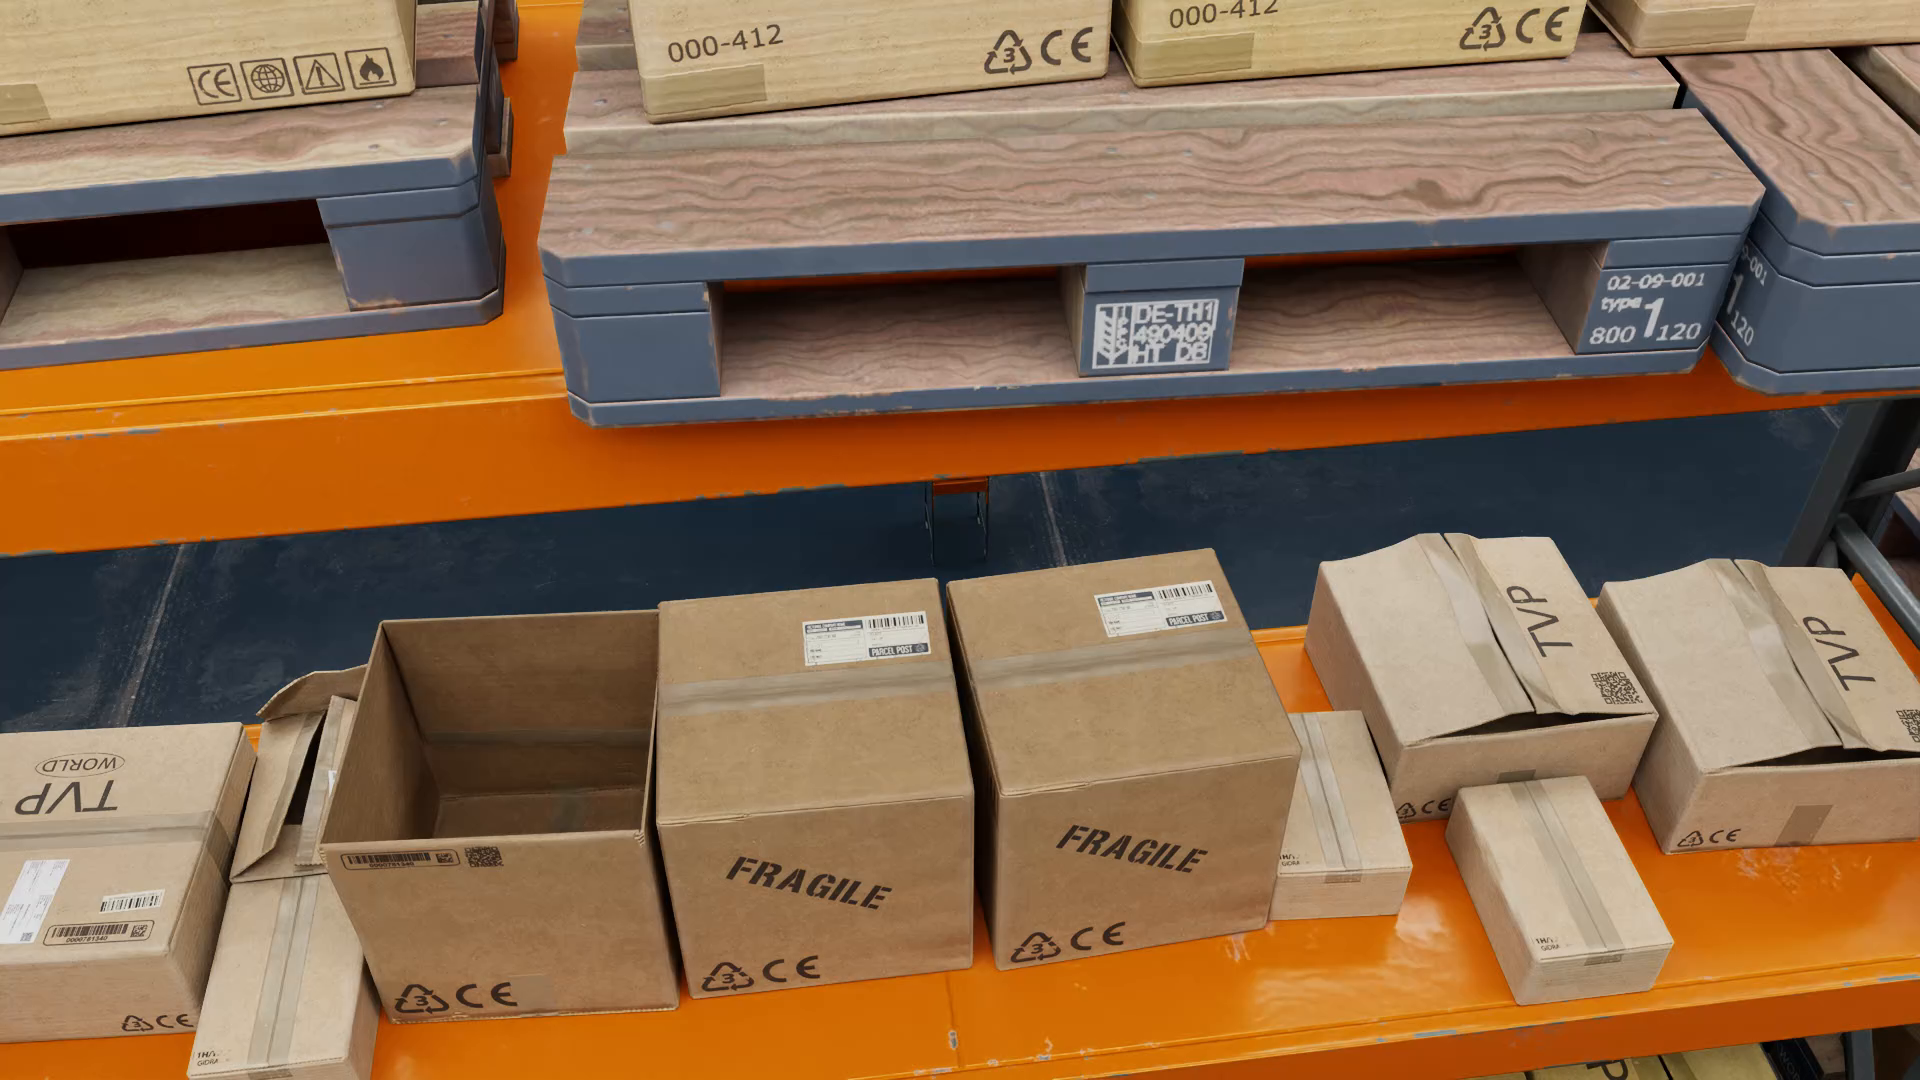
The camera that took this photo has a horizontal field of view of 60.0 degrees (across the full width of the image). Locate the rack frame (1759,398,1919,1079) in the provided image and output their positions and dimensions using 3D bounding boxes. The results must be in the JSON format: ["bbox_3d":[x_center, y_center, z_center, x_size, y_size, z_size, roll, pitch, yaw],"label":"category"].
[{"bbox_3d":[1.927,0.271,3.211,0.127,3.000,1.000,-5,42,-6],"label":"rack frame"}]

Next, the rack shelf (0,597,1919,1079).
[{"bbox_3d":[-0.056,0.711,3.259,4.000,0.370,1.077,-5,42,-6],"label":"rack shelf"}]

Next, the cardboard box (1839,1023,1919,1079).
[{"bbox_3d":[2.416,1.186,3.734,0.500,0.500,0.500,-3,42,-4],"label":"cardboard box"}]

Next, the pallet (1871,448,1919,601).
[{"bbox_3d":[2.590,0.236,3.392,1.003,0.211,1.213,-5,42,-6],"label":"pallet"}]

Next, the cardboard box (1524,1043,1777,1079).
[{"bbox_3d":[1.440,1.136,3.571,0.500,0.311,0.500,-4,42,-4],"label":"cardboard box"}]

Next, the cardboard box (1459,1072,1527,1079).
[{"bbox_3d":[0.925,1.186,3.516,0.500,0.311,0.500,-6,42,-6],"label":"cardboard box"}]

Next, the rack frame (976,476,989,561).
[{"bbox_3d":[0.076,-0.452,5.356,0.006,1.200,0.240,-5,42,-6],"label":"rack frame"}]

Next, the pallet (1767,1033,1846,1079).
[{"bbox_3d":[2.672,1.266,4.189,1.213,0.211,1.003,-5,42,-6],"label":"pallet"}]

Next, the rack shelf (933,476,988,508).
[{"bbox_3d":[-0.014,-0.233,5.537,0.180,0.103,0.258,-5,42,-6],"label":"rack shelf"}]

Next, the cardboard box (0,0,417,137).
[{"bbox_3d":[-0.883,-0.693,1.838,0.500,0.250,0.500,-9,43,-10],"label":"cardboard box"}]

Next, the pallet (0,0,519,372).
[{"bbox_3d":[-1.166,-0.510,1.979,1.217,0.209,0.805,-7,42,-7],"label":"pallet"}]

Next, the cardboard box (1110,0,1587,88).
[{"bbox_3d":[0.399,-0.767,1.920,0.500,0.250,0.500,-6,42,-6],"label":"cardboard box"}]

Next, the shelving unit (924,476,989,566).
[{"bbox_3d":[-0.014,-0.444,5.347,0.189,1.200,0.258,-5,42,-6],"label":"shelving unit"}]

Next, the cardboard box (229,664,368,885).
[{"bbox_3d":[-1.191,0.469,3.090,0.258,0.266,0.396,-6,42,-7],"label":"cardboard box"}]

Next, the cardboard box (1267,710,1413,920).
[{"bbox_3d":[0.670,0.512,3.130,0.250,0.149,0.380,-2,42,-2],"label":"cardboard box"}]

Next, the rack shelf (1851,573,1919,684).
[{"bbox_3d":[3.910,0.364,3.644,4.000,0.370,1.077,-5,42,-6],"label":"rack shelf"}]

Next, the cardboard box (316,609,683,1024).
[{"bbox_3d":[-0.753,0.479,2.905,0.500,0.500,0.500,-2,42,-2],"label":"cardboard box"}]

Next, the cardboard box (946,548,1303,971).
[{"bbox_3d":[0.266,0.390,3.004,0.500,0.500,0.500,-7,43,-8],"label":"cardboard box"}]

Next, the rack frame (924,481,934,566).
[{"bbox_3d":[-0.105,-0.436,5.338,0.006,1.200,0.240,-5,42,-6],"label":"rack frame"}]

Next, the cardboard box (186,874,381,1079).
[{"bbox_3d":[-1.134,0.770,2.844,0.250,0.149,0.380,-5,42,-6],"label":"cardboard box"}]

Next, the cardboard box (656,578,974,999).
[{"bbox_3d":[-0.256,0.436,2.953,0.500,0.500,0.500,-5,42,-5],"label":"cardboard box"}]

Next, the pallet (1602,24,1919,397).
[{"bbox_3d":[1.266,-0.655,2.138,1.003,0.211,1.213,-3,42,-4],"label":"pallet"}]

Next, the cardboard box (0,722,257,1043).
[{"bbox_3d":[-1.556,0.602,2.955,0.500,0.250,0.500,-3,42,-3],"label":"cardboard box"}]

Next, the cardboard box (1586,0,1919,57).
[{"bbox_3d":[0.967,-0.809,1.967,0.500,0.250,0.500,-4,42,-4],"label":"cardboard box"}]

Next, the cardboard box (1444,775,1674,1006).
[{"bbox_3d":[1.071,0.625,3.005,0.250,0.149,0.380,-5,42,-6],"label":"cardboard box"}]

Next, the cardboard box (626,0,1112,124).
[{"bbox_3d":[-0.135,-0.722,1.869,0.500,0.250,0.500,-8,43,-9],"label":"cardboard box"}]

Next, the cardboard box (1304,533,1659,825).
[{"bbox_3d":[1.015,0.253,3.297,0.500,0.311,0.500,-5,42,-6],"label":"cardboard box"}]

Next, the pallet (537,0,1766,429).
[{"bbox_3d":[0.157,-0.556,2.028,1.213,0.211,1.003,-3,42,-4],"label":"pallet"}]

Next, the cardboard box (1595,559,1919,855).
[{"bbox_3d":[1.561,0.306,3.238,0.500,0.311,0.500,-3,42,-3],"label":"cardboard box"}]
